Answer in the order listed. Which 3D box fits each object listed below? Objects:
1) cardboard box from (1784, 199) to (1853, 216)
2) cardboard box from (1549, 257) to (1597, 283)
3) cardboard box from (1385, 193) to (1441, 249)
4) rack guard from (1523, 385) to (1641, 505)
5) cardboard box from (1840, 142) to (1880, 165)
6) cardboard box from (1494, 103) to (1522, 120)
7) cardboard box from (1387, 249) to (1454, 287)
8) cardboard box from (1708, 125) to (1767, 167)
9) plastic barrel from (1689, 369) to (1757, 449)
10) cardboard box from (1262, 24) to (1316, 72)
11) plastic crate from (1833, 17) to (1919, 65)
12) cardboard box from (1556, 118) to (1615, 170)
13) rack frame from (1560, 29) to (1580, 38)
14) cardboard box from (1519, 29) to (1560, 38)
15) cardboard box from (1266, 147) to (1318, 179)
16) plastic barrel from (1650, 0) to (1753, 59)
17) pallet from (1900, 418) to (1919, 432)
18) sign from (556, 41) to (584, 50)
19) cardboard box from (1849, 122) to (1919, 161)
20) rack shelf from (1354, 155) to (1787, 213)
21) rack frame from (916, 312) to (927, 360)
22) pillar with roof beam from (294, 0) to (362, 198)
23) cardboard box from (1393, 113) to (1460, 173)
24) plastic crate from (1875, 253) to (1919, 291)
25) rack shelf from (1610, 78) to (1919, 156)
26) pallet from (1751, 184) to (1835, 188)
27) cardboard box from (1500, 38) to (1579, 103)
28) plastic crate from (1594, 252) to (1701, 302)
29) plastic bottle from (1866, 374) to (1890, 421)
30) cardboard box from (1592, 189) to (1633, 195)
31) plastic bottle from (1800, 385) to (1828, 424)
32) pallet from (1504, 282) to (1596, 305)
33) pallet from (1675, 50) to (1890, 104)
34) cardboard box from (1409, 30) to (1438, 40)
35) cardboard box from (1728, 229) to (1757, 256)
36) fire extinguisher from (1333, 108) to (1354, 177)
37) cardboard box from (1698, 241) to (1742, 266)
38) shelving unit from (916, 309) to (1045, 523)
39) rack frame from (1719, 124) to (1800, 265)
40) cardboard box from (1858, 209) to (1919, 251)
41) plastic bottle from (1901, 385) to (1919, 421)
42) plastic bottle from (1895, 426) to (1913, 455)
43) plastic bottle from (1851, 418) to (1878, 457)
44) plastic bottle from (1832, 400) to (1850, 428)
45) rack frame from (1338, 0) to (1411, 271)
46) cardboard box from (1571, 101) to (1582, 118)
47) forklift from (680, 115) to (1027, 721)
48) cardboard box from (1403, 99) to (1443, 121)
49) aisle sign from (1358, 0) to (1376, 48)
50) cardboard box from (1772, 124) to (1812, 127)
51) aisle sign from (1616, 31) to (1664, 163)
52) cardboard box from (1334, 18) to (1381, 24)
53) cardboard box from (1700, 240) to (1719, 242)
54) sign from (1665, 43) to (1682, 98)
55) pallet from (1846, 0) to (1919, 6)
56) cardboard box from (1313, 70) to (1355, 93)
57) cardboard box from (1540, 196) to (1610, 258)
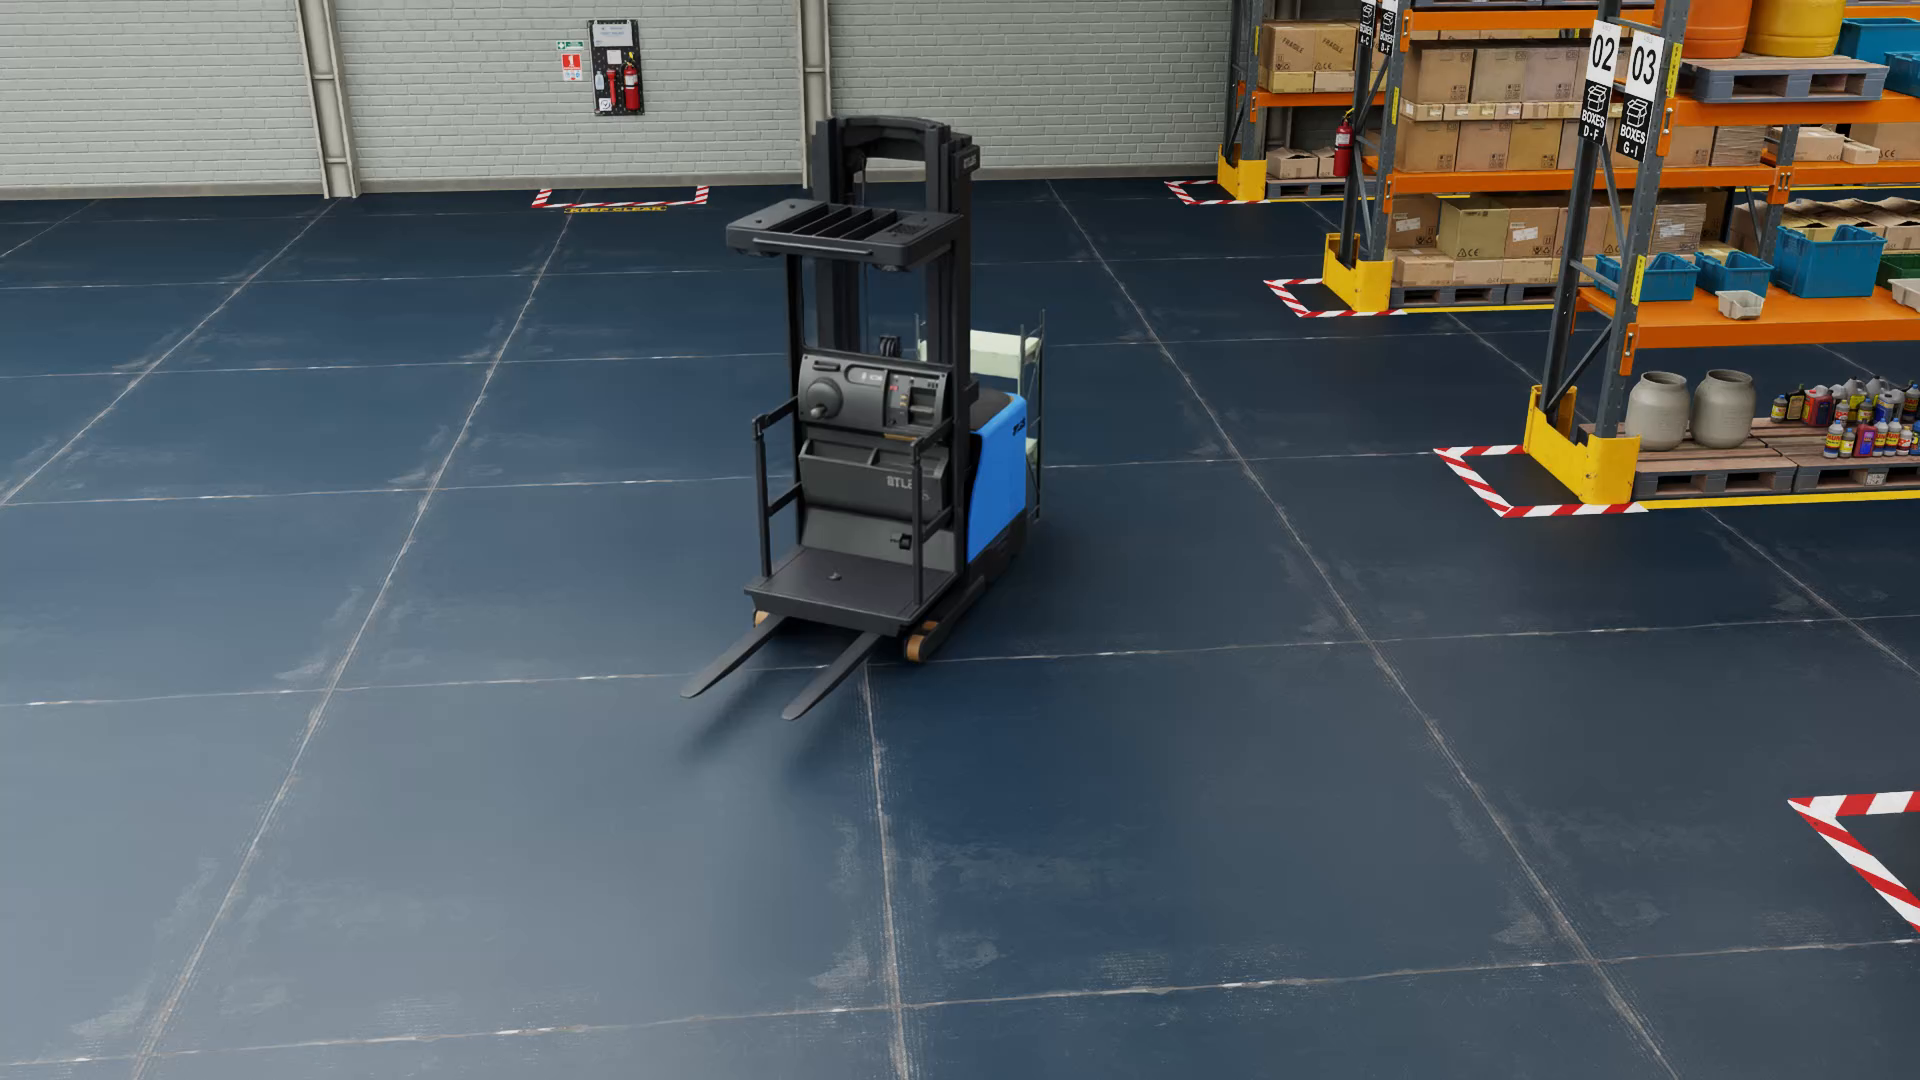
[{"bbox_3d":[8.879,-3.345,17.260,0.500,0.311,0.500,-2,24,-4],"label":"cardboard box"},{"bbox_3d":[6.055,-2.764,16.644,0.500,0.250,0.500,-2,24,-5],"label":"cardboard box"},{"bbox_3d":[4.511,-3.258,16.832,0.500,0.500,0.500,-2,24,-5],"label":"cardboard box"},{"bbox_3d":[4.561,-0.716,12.245,0.348,0.500,1.175,-2,24,-5],"label":"rack guard"},{"bbox_3d":[8.889,-3.836,16.496,0.250,0.149,0.380,-2,24,-5],"label":"cardboard box"},{"bbox_3d":[5.180,-4.139,15.947,0.250,0.149,0.380,-3,24,-6],"label":"cardboard box"},{"bbox_3d":[4.562,-2.705,16.511,0.500,0.250,0.500,-2,24,-5],"label":"cardboard box"},{"bbox_3d":[7.546,-4.023,16.485,0.500,0.500,0.700,-3,24,-7],"label":"cardboard box"},{"bbox_3d":[5.636,-0.968,12.281,0.421,0.512,0.421,0,24,0],"label":"plastic barrel"},{"bbox_3d":[4.020,-6.021,20.340,0.500,0.500,0.500,-2,24,-5],"label":"cardboard box"},{"bbox_3d":[6.358,-3.397,11.526,0.575,0.384,0.392,-2,24,-5],"label":"plastic crate"},{"bbox_3d":[6.013,-3.960,16.344,0.500,0.500,0.700,-2,24,-4],"label":"cardboard box"},{"bbox_3d":[7.496,-6.000,21.056,0.127,3.000,1.000,-2,24,-5],"label":"rack frame"},{"bbox_3d":[7.056,-6.139,20.606,0.500,0.500,0.500,-2,24,-5],"label":"cardboard box"},{"bbox_3d":[4.213,-4.804,21.133,0.500,0.311,0.500,-5,24,-11],"label":"cardboard box"},{"bbox_3d":[4.961,-3.665,11.065,0.708,0.830,0.600,-2,24,-5],"label":"plastic barrel"},{"bbox_3d":[7.798,-0.711,12.590,1.213,0.211,1.003,-2,24,-5],"label":"pallet"},{"bbox_3d":[-4.862,-6.170,20.741,0.331,0.109,0.001,-2,24,-5],"label":"sign"},{"bbox_3d":[9.277,-4.089,16.632,0.500,0.500,0.500,-1,24,-1],"label":"cardboard box"},{"bbox_3d":[5.997,-3.589,16.518,4.000,0.370,1.077,-2,24,-5],"label":"rack shelf"},{"bbox_3d":[-0.199,-0.876,11.375,0.023,1.500,0.400,10,26,21],"label":"rack frame"},{"bbox_3d":[-7.391,-6.740,15.335,0.400,9.000,9.100,-2,24,-5],"label":"pillar with roof beam"},{"bbox_3d":[4.472,-3.897,16.202,0.500,0.500,0.700,-2,24,-5],"label":"cardboard box"},{"bbox_3d":[7.092,-1.959,12.224,0.662,0.188,0.450,-2,24,-5],"label":"plastic crate"},{"bbox_3d":[6.480,-2.958,11.404,4.000,0.370,1.077,-2,24,-5],"label":"rack shelf"},{"bbox_3d":[10.699,-4.855,21.912,1.213,0.211,1.003,-2,24,-5],"label":"pallet"},{"bbox_3d":[5.549,-4.536,16.041,0.500,0.500,0.700,-2,24,-5],"label":"cardboard box"},{"bbox_3d":[4.958,-1.909,12.034,0.616,0.251,0.499,-2,24,-5],"label":"plastic crate"},{"bbox_3d":[7.015,-1.097,12.745,0.185,0.351,0.144,-2,24,-6],"label":"plastic bottle"},{"bbox_3d":[6.500,-3.344,17.025,0.500,0.500,0.500,-2,24,-5],"label":"cardboard box"},{"bbox_3d":[6.528,-1.042,12.712,0.135,0.276,0.152,-2,24,-5],"label":"plastic bottle"},{"bbox_3d":[5.975,-2.659,16.972,1.213,0.211,1.003,-2,24,-5],"label":"pallet"},{"bbox_3d":[5.322,-3.114,11.102,1.213,0.211,1.003,-2,24,-5],"label":"pallet"},{"bbox_3d":[5.541,-6.080,20.473,0.500,0.500,0.500,-2,24,-3],"label":"cardboard box"},{"bbox_3d":[8.371,-3.067,17.325,0.500,0.250,0.500,-3,24,-6],"label":"cardboard box"},{"bbox_3d":[3.843,-3.986,16.620,0.183,0.674,0.296,-2,24,-5],"label":"fire extinguisher"},{"bbox_3d":[7.547,-2.826,16.784,0.500,0.250,0.500,-2,24,-5],"label":"cardboard box"},{"bbox_3d":[0.138,-0.819,11.245,0.755,1.500,0.431,10,26,21],"label":"shelving unit"},{"bbox_3d":[7.987,-3.998,16.551,0.127,3.000,1.000,-2,24,-5],"label":"rack frame"},{"bbox_3d":[9.436,-3.144,16.809,0.500,0.311,0.500,-3,24,-7],"label":"cardboard box"},{"bbox_3d":[7.296,-1.057,12.752,0.097,0.271,0.097,0,24,0],"label":"plastic bottle"},{"bbox_3d":[6.864,-0.726,12.094,0.097,0.201,0.097,0,24,0],"label":"plastic bottle"},{"bbox_3d":[6.552,-0.744,12.033,0.133,0.283,0.061,-2,24,-4],"label":"plastic bottle"},{"bbox_3d":[6.697,-0.964,12.628,0.097,0.201,0.097,0,24,0],"label":"plastic bottle"},{"bbox_3d":[4.006,-3.838,16.192,0.127,3.000,1.000,-2,24,-5],"label":"rack frame"},{"bbox_3d":[5.948,-4.170,16.017,0.250,0.149,0.380,-2,24,-5],"label":"cardboard box"},{"bbox_3d":[-0.593,-0.821,9.490,1.130,2.935,3.031,10,26,21],"label":"forklift"},{"bbox_3d":[4.418,-4.109,15.879,0.250,0.149,0.380,-2,24,-6],"label":"cardboard box"},{"bbox_3d":[3.912,-5.142,15.925,0.004,0.787,0.394,-2,24,-5],"label":"aisle sign"},{"bbox_3d":[10.766,-5.169,21.721,0.500,0.500,0.700,-2,24,-4],"label":"cardboard box"},{"bbox_3d":[4.447,-2.902,10.886,0.004,0.787,0.394,-2,24,-5],"label":"aisle sign"},{"bbox_3d":[4.980,-6.267,20.893,0.500,0.500,0.500,-3,24,-7],"label":"cardboard box"},{"bbox_3d":[7.496,-3.037,17.258,0.500,0.250,0.500,-2,24,-5],"label":"cardboard box"},{"bbox_3d":[4.539,-2.988,10.575,0.005,0.325,0.100,-2,24,-5],"label":"sign"},{"bbox_3d":[8.864,-5.322,16.072,1.217,0.209,0.805,-3,24,-7],"label":"pallet"},{"bbox_3d":[4.548,-5.698,20.538,0.500,0.250,0.500,-3,24,-7],"label":"cardboard box"},{"bbox_3d":[6.055,-3.106,16.491,0.500,0.500,0.500,-2,24,-5],"label":"cardboard box"}]
